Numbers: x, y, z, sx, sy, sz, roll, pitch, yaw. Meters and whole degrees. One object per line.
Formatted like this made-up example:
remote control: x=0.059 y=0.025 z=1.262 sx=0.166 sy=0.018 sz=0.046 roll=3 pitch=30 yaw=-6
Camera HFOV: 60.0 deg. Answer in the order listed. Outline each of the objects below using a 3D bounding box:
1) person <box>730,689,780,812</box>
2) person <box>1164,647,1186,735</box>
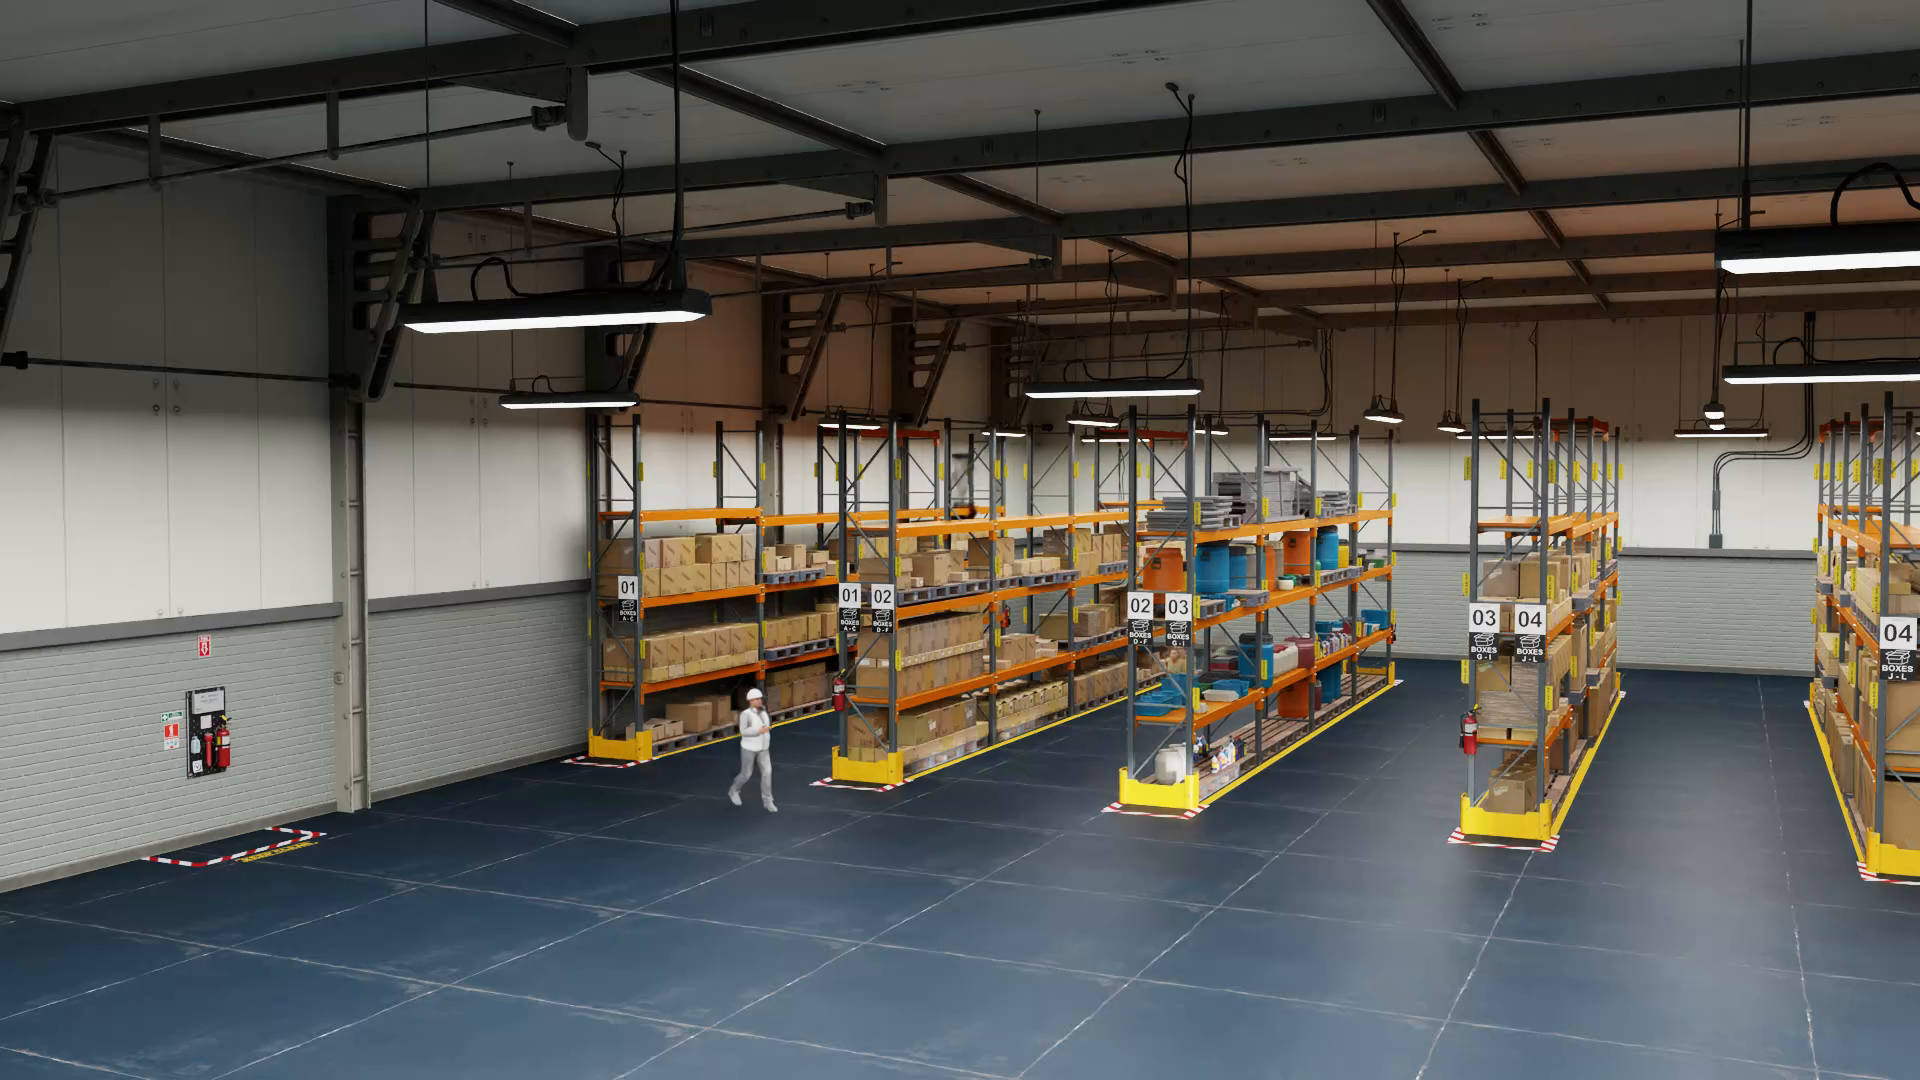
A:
person: x=-3.002 y=3.078 z=24.469 sx=0.969 sy=1.767 sz=0.652 roll=2 pitch=3 yaw=41
person: x=4.193 y=2.872 z=32.031 sx=0.575 sy=1.670 sz=0.940 roll=1 pitch=3 yaw=21
